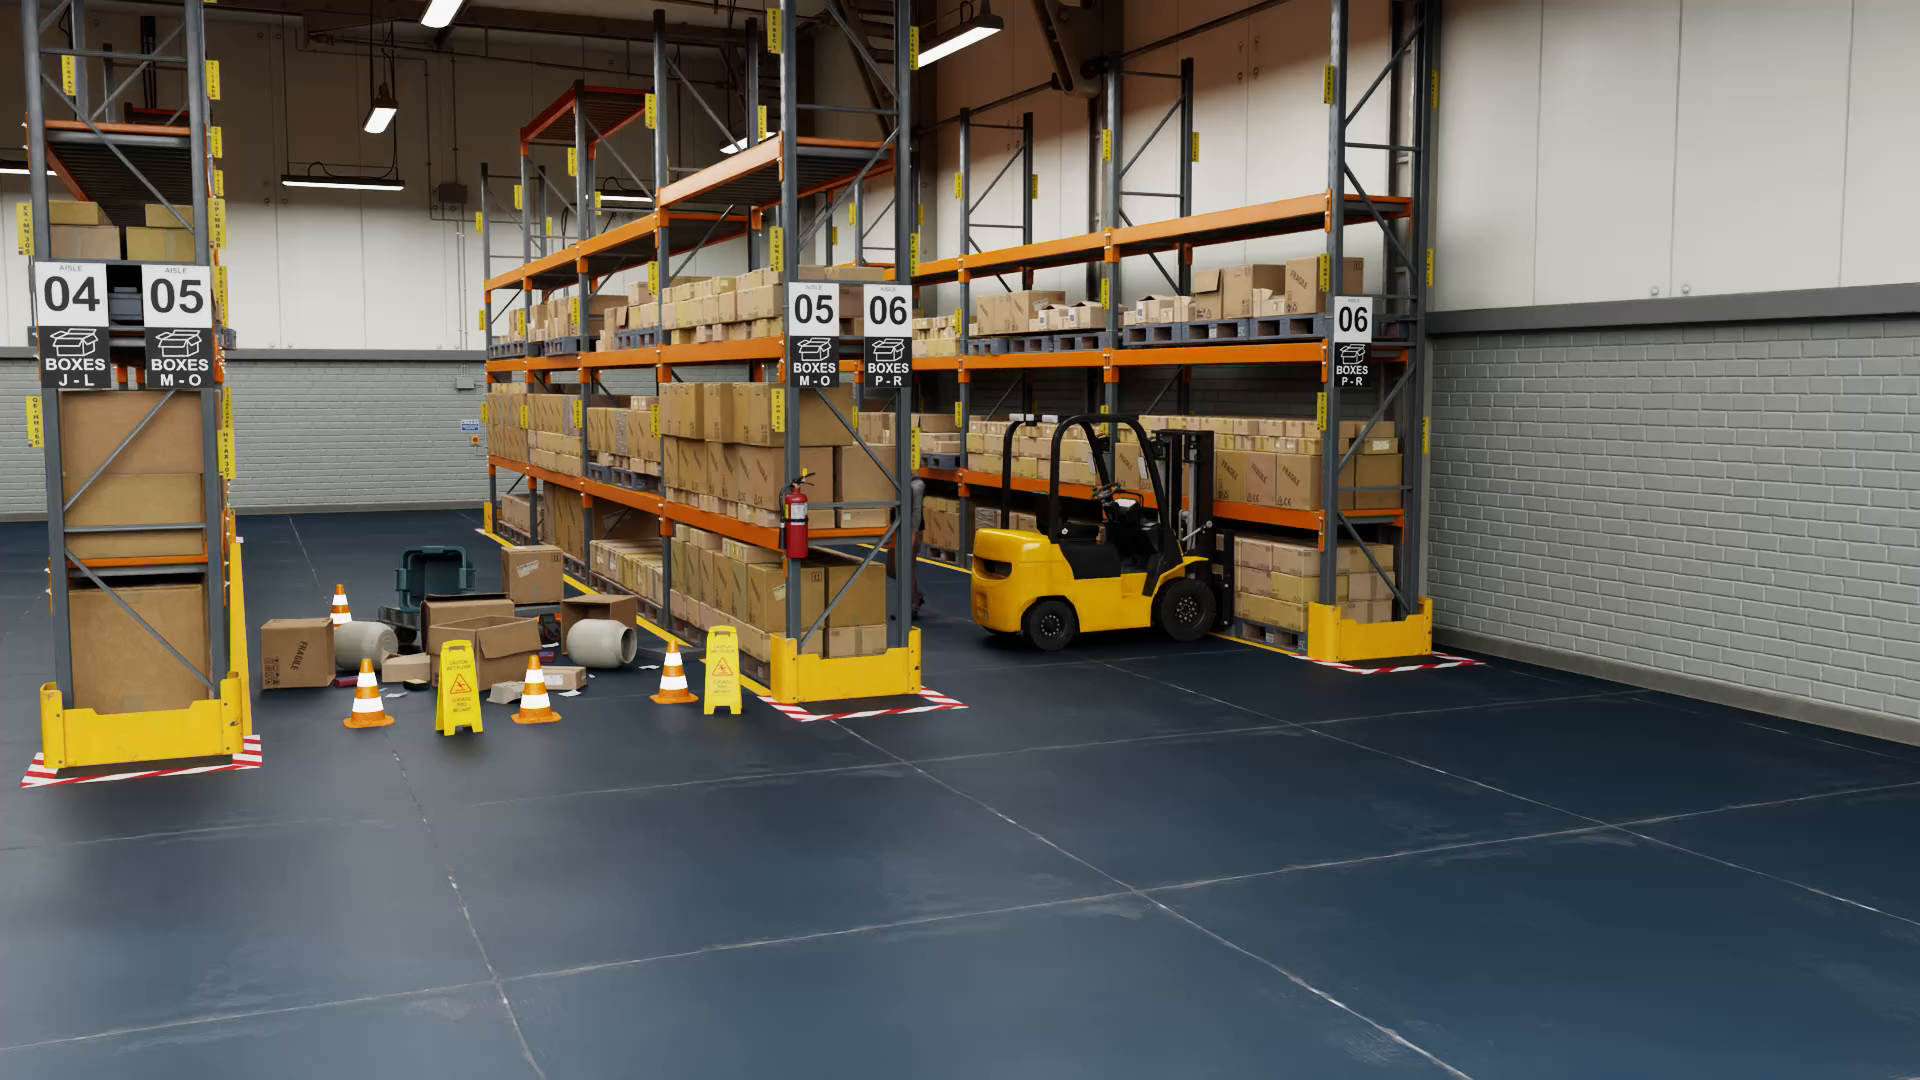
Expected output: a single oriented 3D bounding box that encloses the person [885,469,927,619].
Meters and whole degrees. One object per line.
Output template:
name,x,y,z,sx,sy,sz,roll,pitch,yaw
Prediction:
person,-0.556,-0.053,17.349,0.430,1.732,0.554,-1,6,-16
